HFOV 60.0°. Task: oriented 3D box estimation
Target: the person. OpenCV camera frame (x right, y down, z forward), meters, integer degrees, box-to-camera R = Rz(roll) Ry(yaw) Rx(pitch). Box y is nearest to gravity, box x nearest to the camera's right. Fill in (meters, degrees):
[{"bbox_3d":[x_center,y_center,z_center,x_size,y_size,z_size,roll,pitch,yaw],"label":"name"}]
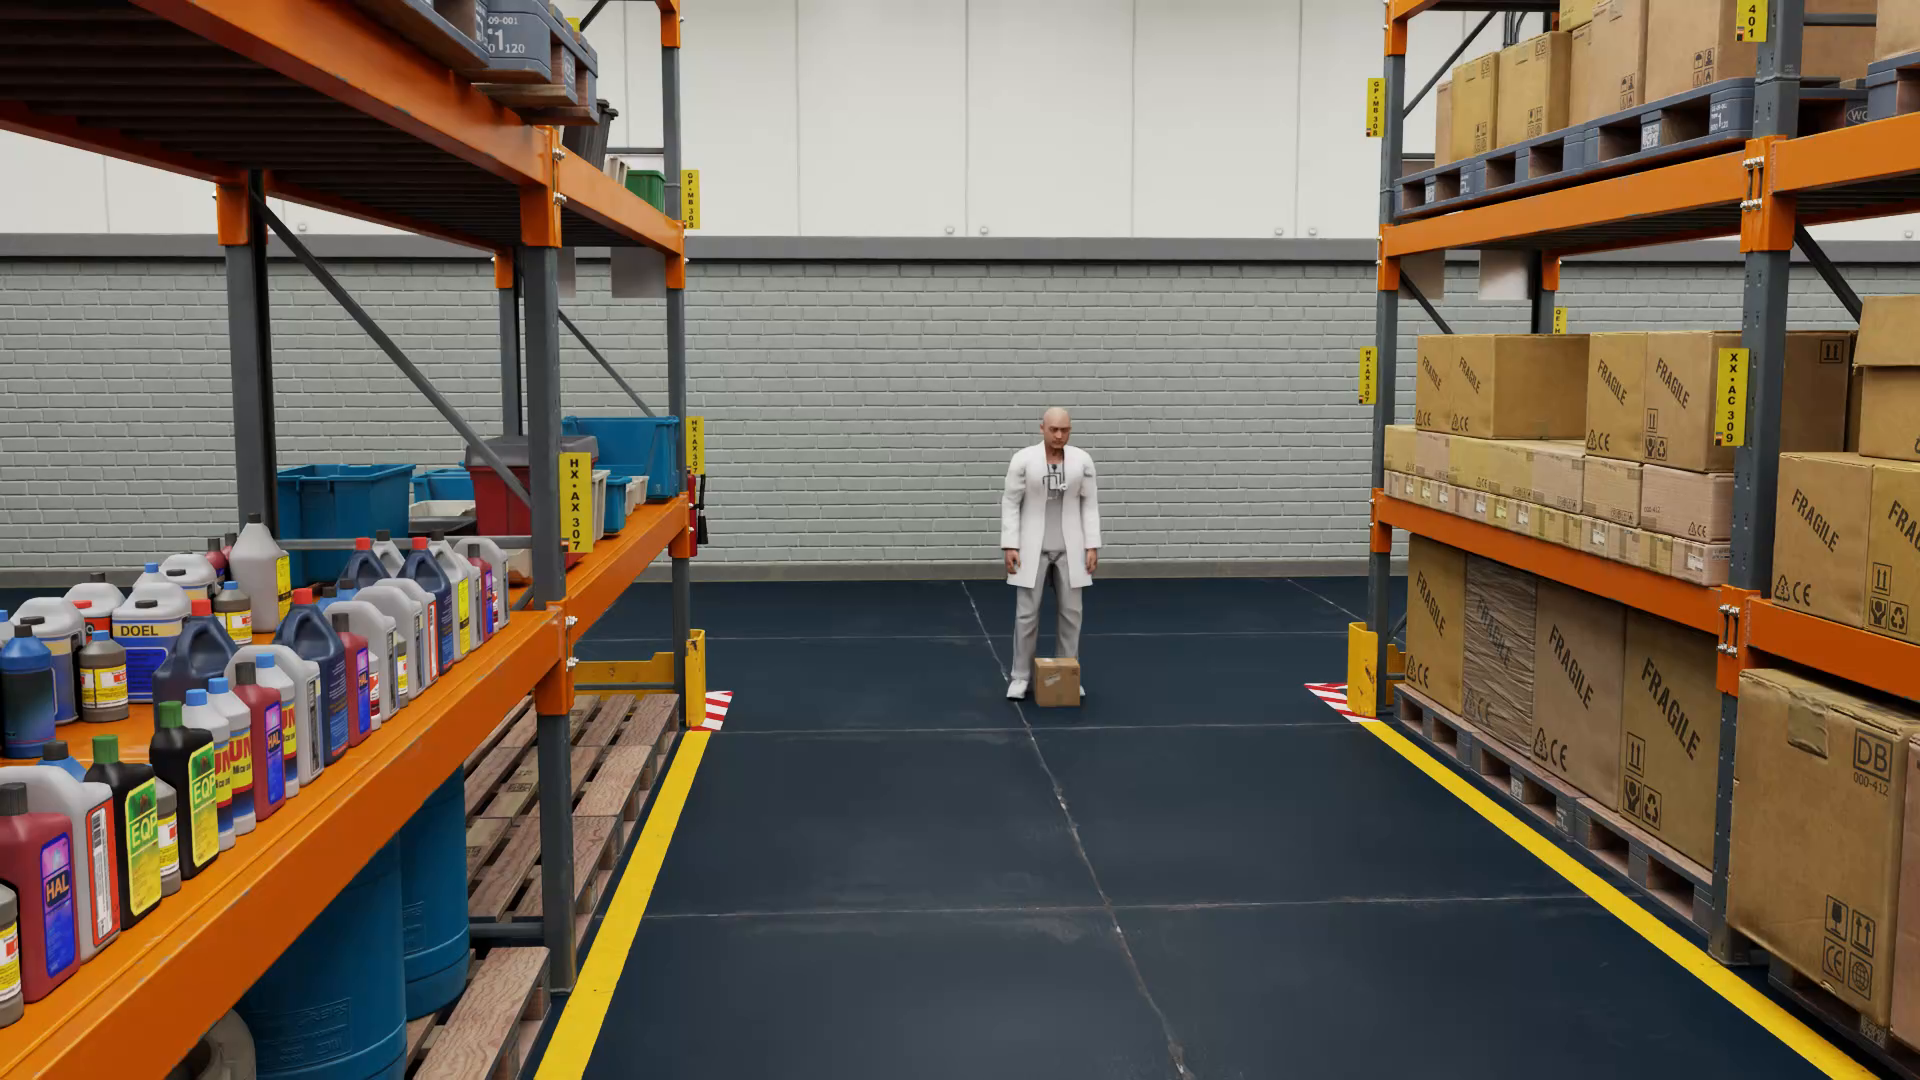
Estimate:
[{"bbox_3d":[0.559,0.072,10.187,0.628,1.773,0.427,-1,7,-6],"label":"person"}]
